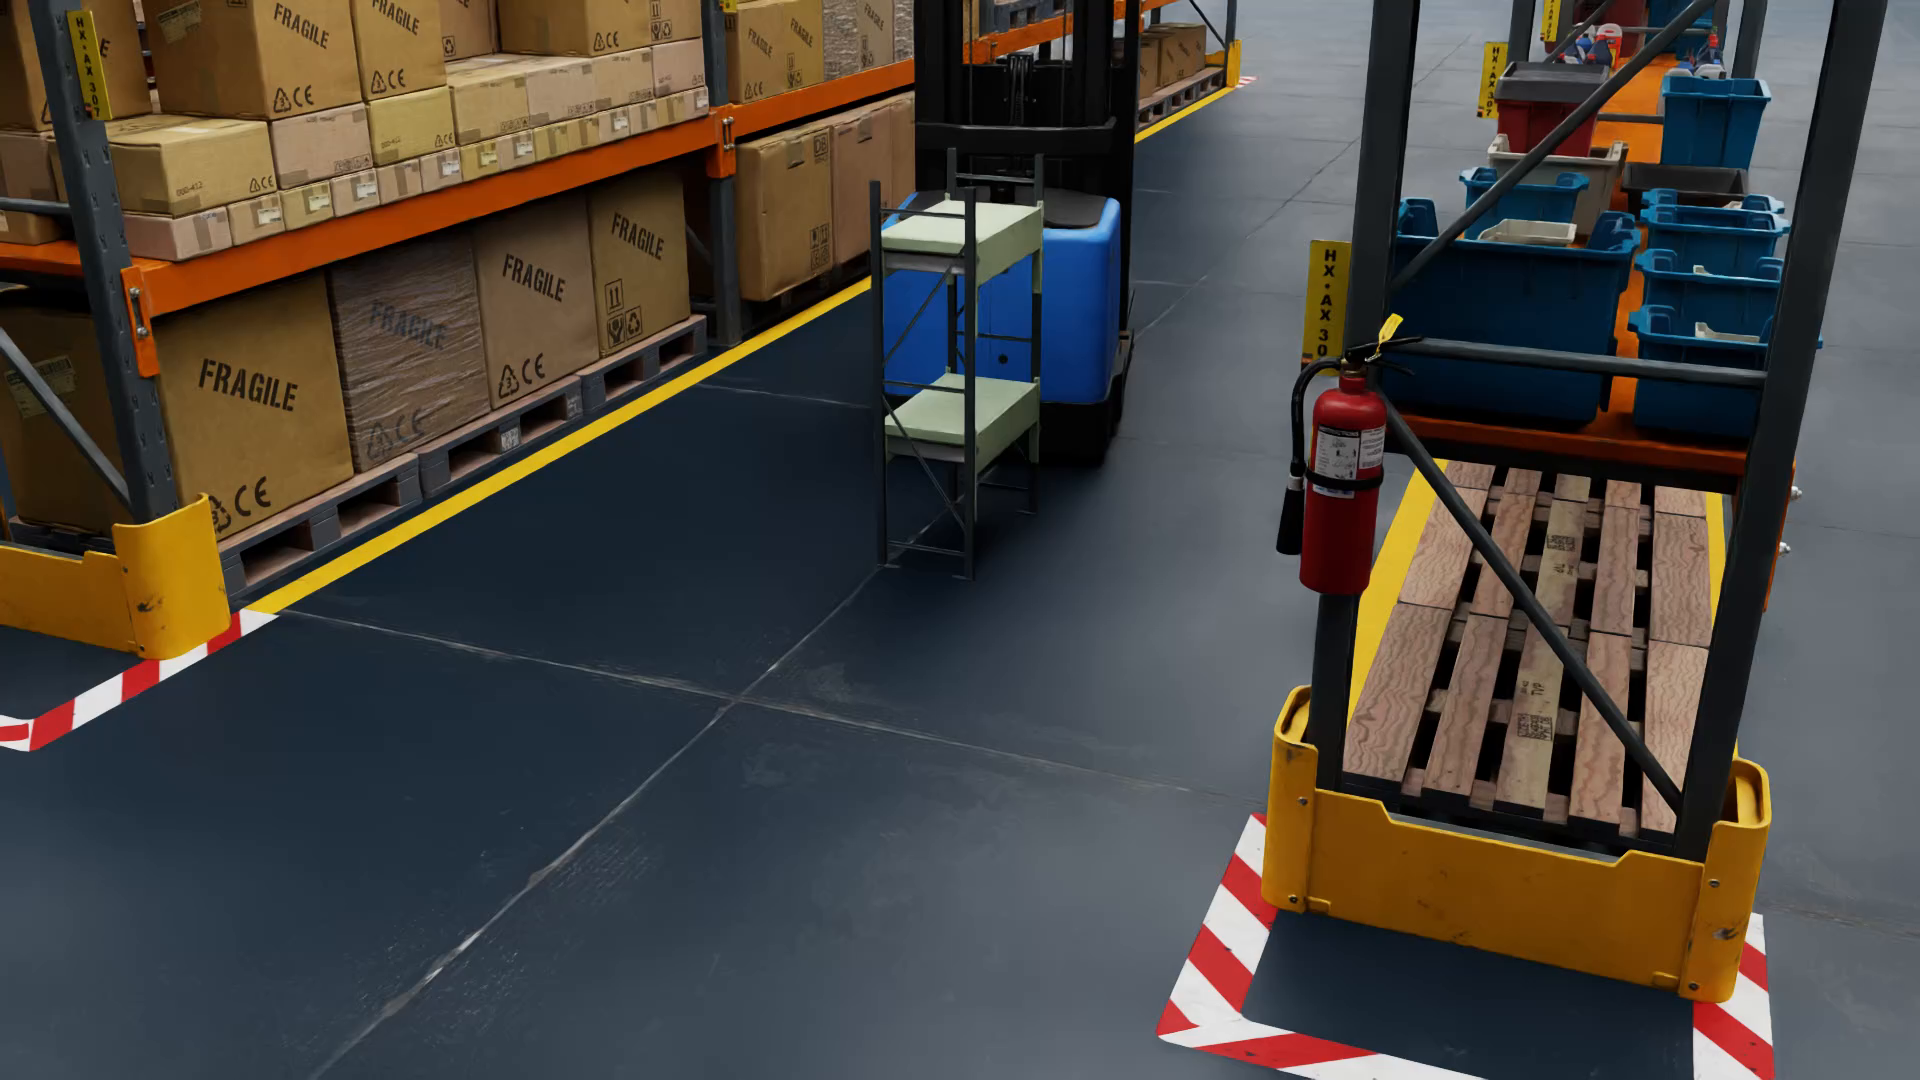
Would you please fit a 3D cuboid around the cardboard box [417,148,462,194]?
[{"bbox_3d":[-2.293,-1.537,6.864,0.380,0.149,0.250,8,24,19],"label":"cardboard box"}]

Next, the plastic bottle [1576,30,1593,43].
[{"bbox_3d":[3.731,-2.935,10.045,0.152,0.276,0.135,9,24,20],"label":"plastic bottle"}]

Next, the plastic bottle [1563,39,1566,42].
[{"bbox_3d":[3.432,-2.697,9.466,0.061,0.283,0.133,9,24,20],"label":"plastic bottle"}]

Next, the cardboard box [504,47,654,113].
[{"bbox_3d":[-1.831,-2.231,8.008,0.500,0.250,0.500,10,24,22],"label":"cardboard box"}]

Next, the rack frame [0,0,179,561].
[{"bbox_3d":[-3.206,-1.113,5.522,1.000,3.000,0.127,9,24,20],"label":"rack frame"}]

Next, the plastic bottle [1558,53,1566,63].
[{"bbox_3d":[2.984,-2.254,8.318,0.144,0.351,0.185,9,24,20],"label":"plastic bottle"}]

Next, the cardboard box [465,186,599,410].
[{"bbox_3d":[-2.374,-1.211,7.968,0.875,0.875,0.875,9,24,20],"label":"cardboard box"}]

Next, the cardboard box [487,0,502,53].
[{"bbox_3d":[-2.326,-2.648,8.034,0.500,0.500,0.500,9,24,20],"label":"cardboard box"}]

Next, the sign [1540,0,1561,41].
[{"bbox_3d":[3.851,-3.418,10.829,0.100,0.325,0.005,9,24,20],"label":"sign"}]

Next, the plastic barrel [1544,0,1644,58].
[{"bbox_3d":[4.255,-3.538,11.153,0.600,0.536,0.708,9,24,20],"label":"plastic barrel"}]

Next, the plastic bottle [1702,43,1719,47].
[{"bbox_3d":[4.392,-2.810,9.753,0.097,0.271,0.097,0,23,0],"label":"plastic bottle"}]

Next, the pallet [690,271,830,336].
[{"bbox_3d":[-1.504,-1.544,10.173,1.003,0.211,1.213,9,24,20],"label":"pallet"}]

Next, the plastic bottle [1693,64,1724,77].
[{"bbox_3d":[3.834,-2.303,8.533,0.152,0.276,0.135,9,24,20],"label":"plastic bottle"}]

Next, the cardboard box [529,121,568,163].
[{"bbox_3d":[-2.007,-1.812,7.522,0.380,0.149,0.250,8,24,19],"label":"cardboard box"}]

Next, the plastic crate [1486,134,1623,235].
[{"bbox_3d":[2.140,-1.288,6.017,0.437,0.282,0.530,9,24,20],"label":"plastic crate"}]

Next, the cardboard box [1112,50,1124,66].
[{"bbox_3d":[1.437,-4.585,16.532,0.500,0.500,0.500,8,24,18],"label":"cardboard box"}]

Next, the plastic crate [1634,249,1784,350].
[{"bbox_3d":[2.034,-0.631,4.508,0.416,0.233,0.300,9,24,20],"label":"plastic crate"}]

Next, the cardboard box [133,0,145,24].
[{"bbox_3d":[-5.617,-3.543,11.122,0.380,0.149,0.250,9,24,21],"label":"cardboard box"}]

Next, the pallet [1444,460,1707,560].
[{"bbox_3d":[2.641,-0.279,7.145,1.003,0.211,1.213,9,24,20],"label":"pallet"}]

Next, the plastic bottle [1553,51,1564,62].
[{"bbox_3d":[3.227,-2.500,8.995,0.061,0.283,0.133,9,24,20],"label":"plastic bottle"}]

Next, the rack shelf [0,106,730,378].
[{"bbox_3d":[-2.463,-1.496,7.374,1.077,0.370,4.000,9,24,20],"label":"rack shelf"}]

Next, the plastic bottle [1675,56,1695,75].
[{"bbox_3d":[3.841,-2.429,8.840,0.097,0.271,0.097,0,23,0],"label":"plastic bottle"}]

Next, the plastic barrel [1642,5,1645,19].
[{"bbox_3d":[5.216,-4.182,13.050,0.301,0.262,0.301,0,23,0],"label":"plastic barrel"}]

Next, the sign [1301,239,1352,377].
[{"bbox_3d":[0.876,-0.552,3.967,0.100,0.325,0.005,9,24,20],"label":"sign"}]

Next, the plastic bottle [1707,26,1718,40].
[{"bbox_3d":[4.610,-3.007,10.208,0.061,0.283,0.133,9,24,20],"label":"plastic bottle"}]

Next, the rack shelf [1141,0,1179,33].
[{"bbox_3d":[1.994,-5.791,17.654,1.077,0.370,4.000,9,24,20],"label":"rack shelf"}]

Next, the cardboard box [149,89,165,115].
[{"bbox_3d":[-3.084,-1.573,6.434,0.500,0.250,0.500,8,24,19],"label":"cardboard box"}]

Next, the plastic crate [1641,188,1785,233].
[{"bbox_3d":[2.390,-0.974,5.329,0.416,0.233,0.300,9,24,20],"label":"plastic crate"}]

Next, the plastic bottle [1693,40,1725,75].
[{"bbox_3d":[3.969,-2.464,8.821,0.144,0.351,0.185,9,24,20],"label":"plastic bottle"}]

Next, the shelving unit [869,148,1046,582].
[{"bbox_3d":[0.002,-0.694,6.467,0.431,1.500,0.755,9,24,20],"label":"shelving unit"}]

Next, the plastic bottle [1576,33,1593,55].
[{"bbox_3d":[3.719,-2.886,9.936,0.097,0.271,0.097,0,23,0],"label":"plastic bottle"}]

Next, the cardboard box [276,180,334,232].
[{"bbox_3d":[-2.579,-1.260,6.201,0.380,0.149,0.250,8,24,19],"label":"cardboard box"}]

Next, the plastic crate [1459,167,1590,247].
[{"bbox_3d":[1.917,-1.126,5.692,0.416,0.233,0.300,9,24,20],"label":"plastic crate"}]

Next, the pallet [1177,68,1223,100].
[{"bbox_3d":[2.374,-5.239,19.018,1.003,0.211,1.213,9,24,20],"label":"pallet"}]

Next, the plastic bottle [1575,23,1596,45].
[{"bbox_3d":[3.903,-3.100,10.442,0.152,0.276,0.135,9,24,20],"label":"plastic bottle"}]

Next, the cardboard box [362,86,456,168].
[{"bbox_3d":[-2.400,-1.680,6.689,0.500,0.250,0.500,8,24,18],"label":"cardboard box"}]

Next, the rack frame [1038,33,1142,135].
[{"bbox_3d":[1.251,-5.407,15.802,1.000,3.000,0.127,9,24,20],"label":"rack frame"}]

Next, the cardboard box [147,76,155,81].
[{"bbox_3d":[-8.950,-4.841,17.313,0.950,0.372,0.625,8,24,19],"label":"cardboard box"}]

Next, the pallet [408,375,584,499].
[{"bbox_3d":[-2.527,-0.558,7.813,1.003,0.211,1.213,9,24,20],"label":"pallet"}]

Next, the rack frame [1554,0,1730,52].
[{"bbox_3d":[4.364,-3.266,10.678,1.000,3.000,0.127,9,24,20],"label":"rack frame"}]

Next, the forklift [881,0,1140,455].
[{"bbox_3d":[0.356,-2.271,8.385,1.130,2.935,3.031,3,23,8],"label":"forklift"}]

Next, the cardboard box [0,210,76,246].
[{"bbox_3d":[-3.380,-1.171,5.988,0.380,0.149,0.250,9,24,21],"label":"cardboard box"}]

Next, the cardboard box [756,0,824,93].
[{"bbox_3d":[-1.132,-2.899,9.669,0.500,0.500,0.500,9,24,20],"label":"cardboard box"}]

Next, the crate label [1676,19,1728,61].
[{"bbox_3d":[4.868,-3.286,10.943,0.303,0.233,0.416,9,24,20],"label":"crate label"}]

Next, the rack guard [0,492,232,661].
[{"bbox_3d":[-3.215,0.049,5.983,1.175,0.500,0.348,9,24,20],"label":"rack guard"}]

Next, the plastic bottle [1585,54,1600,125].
[{"bbox_3d":[3.118,-2.233,8.269,0.144,0.351,0.185,9,24,20],"label":"plastic bottle"}]

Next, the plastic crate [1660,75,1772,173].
[{"bbox_3d":[3.021,-1.639,6.726,0.392,0.384,0.575,9,24,20],"label":"plastic crate"}]

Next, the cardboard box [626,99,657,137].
[{"bbox_3d":[-1.720,-2.088,8.183,0.380,0.149,0.250,8,24,19],"label":"cardboard box"}]

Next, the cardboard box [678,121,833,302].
[{"bbox_3d":[-1.501,-1.989,9.832,1.225,0.875,0.875,9,24,20],"label":"cardboard box"}]

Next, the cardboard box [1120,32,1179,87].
[{"bbox_3d":[2.049,-5.217,18.047,0.500,0.500,0.500,11,25,25],"label":"cardboard box"}]

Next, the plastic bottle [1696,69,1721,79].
[{"bbox_3d":[3.748,-2.220,8.334,0.152,0.276,0.135,9,24,20],"label":"plastic bottle"}]

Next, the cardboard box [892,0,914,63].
[{"bbox_3d":[-0.568,-3.446,10.977,0.500,0.500,0.500,8,24,18],"label":"cardboard box"}]

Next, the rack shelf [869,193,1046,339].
[{"bbox_3d":[0.002,-1.055,6.316,0.431,0.370,0.720,9,24,20],"label":"rack shelf"}]

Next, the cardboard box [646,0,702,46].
[{"bbox_3d":[-1.643,-2.755,8.290,0.500,0.500,0.500,10,24,22],"label":"cardboard box"}]

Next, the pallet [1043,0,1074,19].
[{"bbox_3d":[0.463,-4.601,14.122,1.003,0.211,1.213,9,24,20],"label":"pallet"}]

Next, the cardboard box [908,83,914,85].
[{"bbox_3d":[-0.510,-2.945,12.120,1.225,0.875,0.875,8,24,18],"label":"cardboard box"}]

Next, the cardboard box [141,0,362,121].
[{"bbox_3d":[-2.592,-1.839,6.096,0.500,0.500,0.500,8,24,19],"label":"cardboard box"}]

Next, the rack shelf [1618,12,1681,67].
[{"bbox_3d":[5.107,-3.650,12.530,1.077,0.370,4.000,9,24,20],"label":"rack shelf"}]
